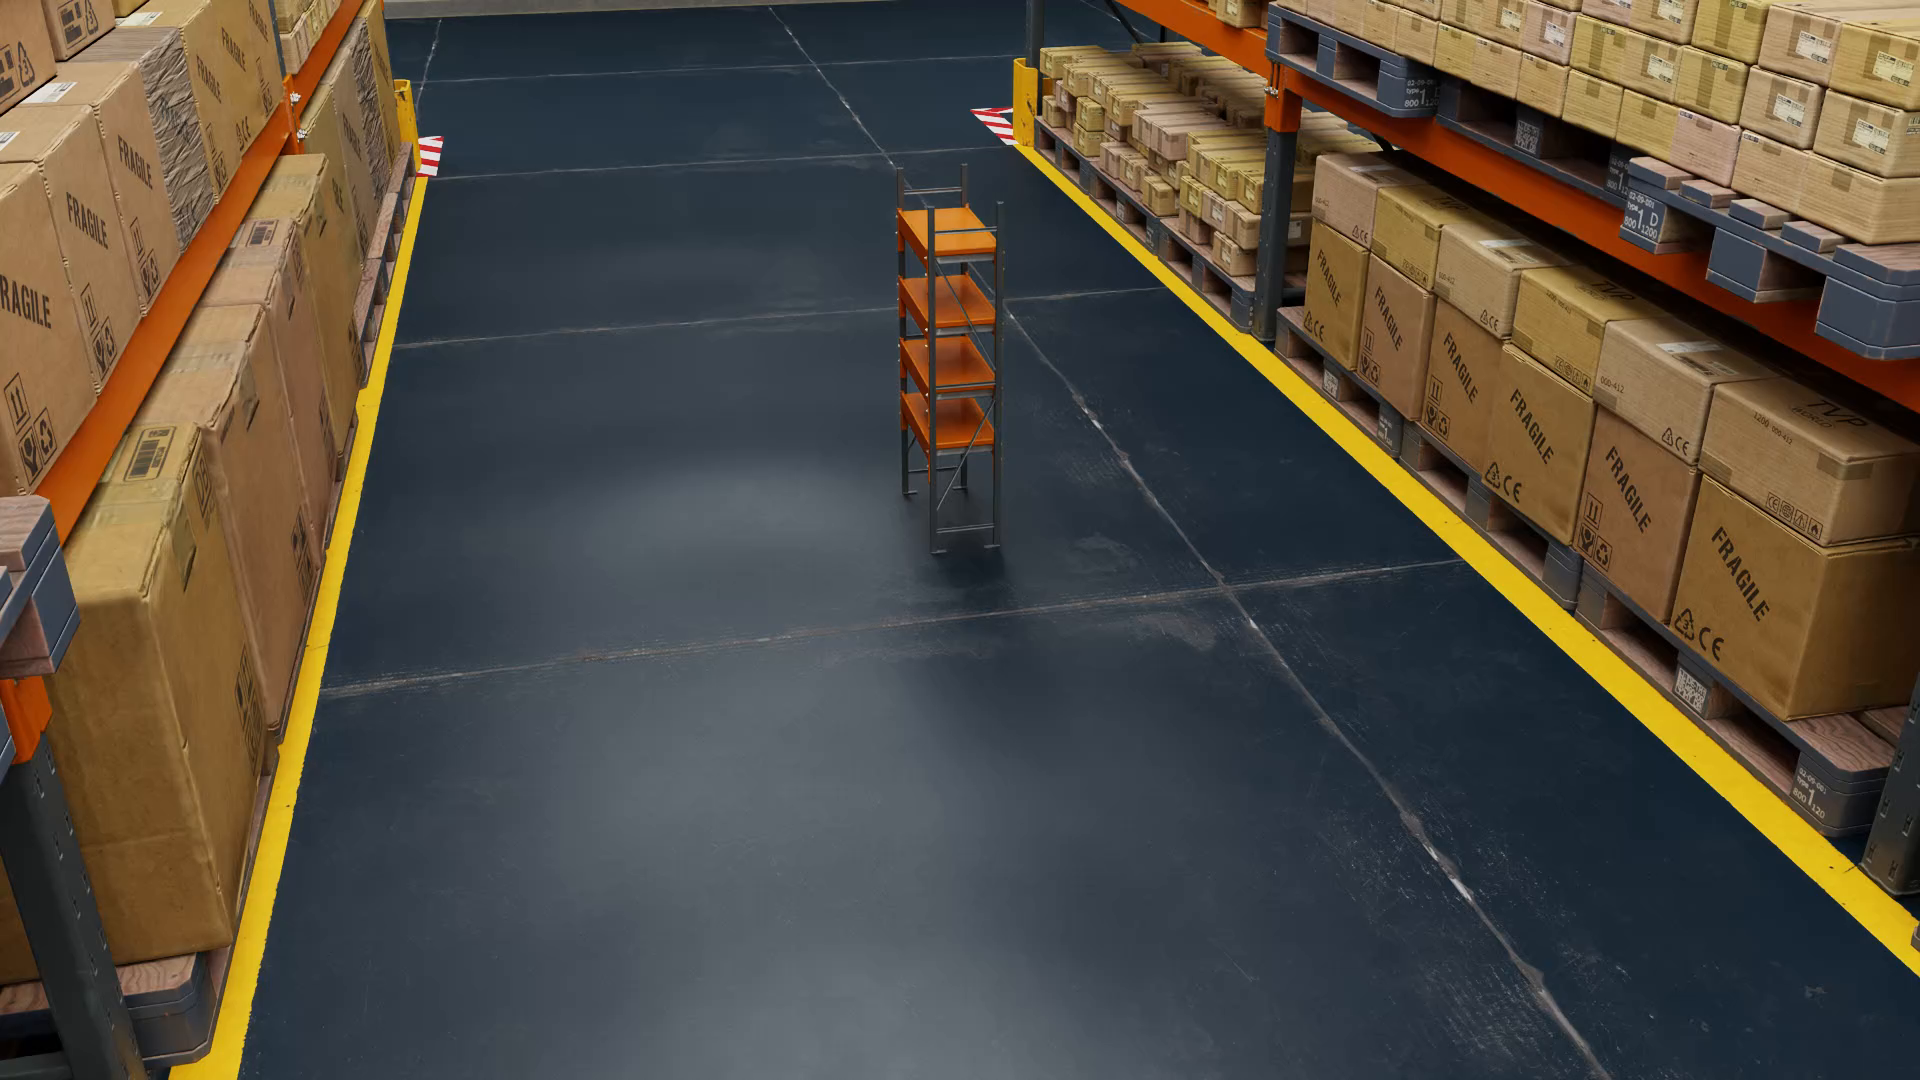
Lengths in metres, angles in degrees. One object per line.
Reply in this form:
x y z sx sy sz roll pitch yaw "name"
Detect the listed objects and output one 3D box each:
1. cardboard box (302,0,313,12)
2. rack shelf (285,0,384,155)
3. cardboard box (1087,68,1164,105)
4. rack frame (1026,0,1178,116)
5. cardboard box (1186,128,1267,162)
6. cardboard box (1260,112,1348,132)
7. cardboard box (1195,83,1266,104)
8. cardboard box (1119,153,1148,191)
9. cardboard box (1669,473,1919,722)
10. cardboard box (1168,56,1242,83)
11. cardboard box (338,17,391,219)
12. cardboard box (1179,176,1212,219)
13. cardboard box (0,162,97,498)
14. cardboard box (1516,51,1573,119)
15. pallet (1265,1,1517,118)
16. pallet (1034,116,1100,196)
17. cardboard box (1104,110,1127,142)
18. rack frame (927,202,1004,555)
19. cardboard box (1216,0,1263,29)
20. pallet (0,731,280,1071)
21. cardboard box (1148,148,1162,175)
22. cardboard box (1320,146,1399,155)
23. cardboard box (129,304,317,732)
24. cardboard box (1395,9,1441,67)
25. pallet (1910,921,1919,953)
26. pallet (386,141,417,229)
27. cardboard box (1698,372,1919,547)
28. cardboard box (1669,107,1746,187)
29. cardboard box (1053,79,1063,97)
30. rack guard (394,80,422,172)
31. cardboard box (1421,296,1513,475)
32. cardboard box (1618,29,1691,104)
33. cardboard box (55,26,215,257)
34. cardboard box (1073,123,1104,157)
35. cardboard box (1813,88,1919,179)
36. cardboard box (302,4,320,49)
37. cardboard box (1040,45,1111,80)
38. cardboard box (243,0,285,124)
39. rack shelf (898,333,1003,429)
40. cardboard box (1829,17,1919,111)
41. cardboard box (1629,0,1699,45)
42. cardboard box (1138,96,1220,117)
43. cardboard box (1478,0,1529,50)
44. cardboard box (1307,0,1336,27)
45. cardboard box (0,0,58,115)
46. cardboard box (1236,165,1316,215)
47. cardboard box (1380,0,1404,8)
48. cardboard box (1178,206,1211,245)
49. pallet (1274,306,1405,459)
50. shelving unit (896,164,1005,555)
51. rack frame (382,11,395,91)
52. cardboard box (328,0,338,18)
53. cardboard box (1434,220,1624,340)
-2.983 -2.360 6.934 0.500 0.250 0.500 -6 27 -12 "cardboard box"
-3.476 -2.400 7.974 1.077 0.370 4.000 -6 27 -12 "rack shelf"
0.964 -2.641 9.691 0.380 0.149 0.250 -7 28 -14 "cardboard box"
0.929 -4.058 10.461 1.000 3.000 0.127 -6 27 -12 "rack frame"
1.354 -1.951 8.324 0.380 0.149 0.250 -5 27 -10 "cardboard box"
1.786 -2.120 8.659 0.380 0.149 0.250 -5 27 -10 "cardboard box"
1.540 -2.455 9.324 0.380 0.149 0.250 -7 28 -13 "cardboard box"
1.096 -2.033 9.146 0.380 0.149 0.250 -6 27 -12 "cardboard box"
2.328 0.120 4.491 0.500 0.500 0.500 -6 27 -12 "cardboard box"
1.478 -2.815 10.036 0.380 0.149 0.250 -7 28 -13 "cardboard box"
-3.499 -2.165 8.603 0.875 0.875 0.875 -6 27 -12 "cardboard box"
1.299 -1.689 8.135 0.380 0.149 0.250 -7 28 -13 "cardboard box"
-1.968 -0.372 3.048 0.500 0.500 0.500 -5 27 -10 "cardboard box"
1.889 -1.355 4.918 0.380 0.149 0.250 -5 27 -10 "cardboard box"
1.861 -1.866 6.331 1.003 0.211 1.213 -6 27 -12 "pallet"
1.094 -2.420 10.310 1.003 0.211 1.213 -6 27 -12 "pallet"
1.049 -2.395 9.533 0.380 0.149 0.250 -7 28 -14 "cardboard box"
0.018 -0.501 5.411 0.240 1.200 0.015 -6 27 -12 "rack frame"
1.373 -2.394 7.442 0.380 0.149 0.250 -7 28 -13 "cardboard box"
-2.228 0.804 3.922 1.003 0.211 1.213 -6 27 -12 "pallet"
1.221 -2.039 8.828 0.380 0.149 0.250 -7 28 -14 "cardboard box"
1.950 -1.782 7.988 0.380 0.149 0.250 -5 27 -9 "cardboard box"
-2.452 -0.023 4.358 1.225 0.875 0.875 -6 27 -11 "cardboard box"
1.705 -1.705 5.611 0.380 0.149 0.250 -7 28 -14 "cardboard box"
2.836 1.053 3.430 1.003 0.211 1.213 -6 27 -12 "pallet"
-3.670 -2.011 9.500 1.003 0.211 1.213 -6 27 -12 "pallet"
2.322 -0.226 4.345 0.500 0.250 0.500 -7 28 -13 "cardboard box"
2.060 -1.013 4.241 0.380 0.149 0.250 -5 27 -11 "cardboard box"
0.797 -2.850 10.434 0.380 0.149 0.250 -5 27 -9 "cardboard box"
-3.932 -2.493 10.135 1.175 0.500 0.348 -6 27 -12 "rack guard"
1.990 -0.562 5.842 0.500 0.500 0.500 -5 27 -11 "cardboard box"
1.997 -1.267 4.414 0.380 0.149 0.250 -6 27 -11 "cardboard box"
-2.316 -1.043 4.376 0.500 0.500 0.500 -6 27 -11 "cardboard box"
0.887 -2.372 9.819 0.380 0.149 0.250 -6 27 -11 "cardboard box"
2.177 -0.925 3.736 0.380 0.149 0.250 -5 27 -11 "cardboard box"
-2.887 -2.125 6.910 0.380 0.149 0.250 -5 27 -10 "cardboard box"
0.716 -2.974 10.351 0.380 0.149 0.250 -7 28 -14 "cardboard box"
-2.654 -1.710 5.698 0.500 0.500 0.500 -6 27 -11 "cardboard box"
-0.037 -0.548 5.654 0.258 0.148 0.480 -6 27 -12 "rack shelf"
2.174 -1.056 3.665 0.380 0.149 0.250 -7 28 -14 "cardboard box"
1.997 -1.398 4.343 0.380 0.149 0.250 -5 27 -10 "cardboard box"
1.181 -2.298 9.011 0.380 0.149 0.250 -6 27 -11 "cardboard box"
1.825 -1.604 5.082 0.380 0.149 0.250 -6 28 -13 "cardboard box"
1.539 -2.037 6.269 0.380 0.149 0.250 -6 27 -11 "cardboard box"
-2.417 -1.188 3.551 0.797 0.503 0.637 -5 27 -10 "cardboard box"
1.496 -1.612 7.653 0.380 0.149 0.250 -5 27 -10 "cardboard box"
1.649 -1.950 5.766 0.380 0.149 0.250 -7 28 -14 "cardboard box"
1.310 -1.586 8.262 0.380 0.149 0.250 -7 28 -13 "cardboard box"
2.007 -0.716 6.933 1.003 0.211 1.213 -6 27 -12 "pallet"
-0.037 -0.608 5.624 0.258 1.200 0.503 -6 27 -12 "shelving unit"
-3.927 -3.599 9.551 1.000 3.000 0.127 -6 27 -12 "rack frame"
-3.060 -2.463 7.580 0.380 0.149 0.250 -6 27 -11 "cardboard box"
1.972 -0.899 5.679 0.500 0.250 0.500 -5 27 -10 "cardboard box"
